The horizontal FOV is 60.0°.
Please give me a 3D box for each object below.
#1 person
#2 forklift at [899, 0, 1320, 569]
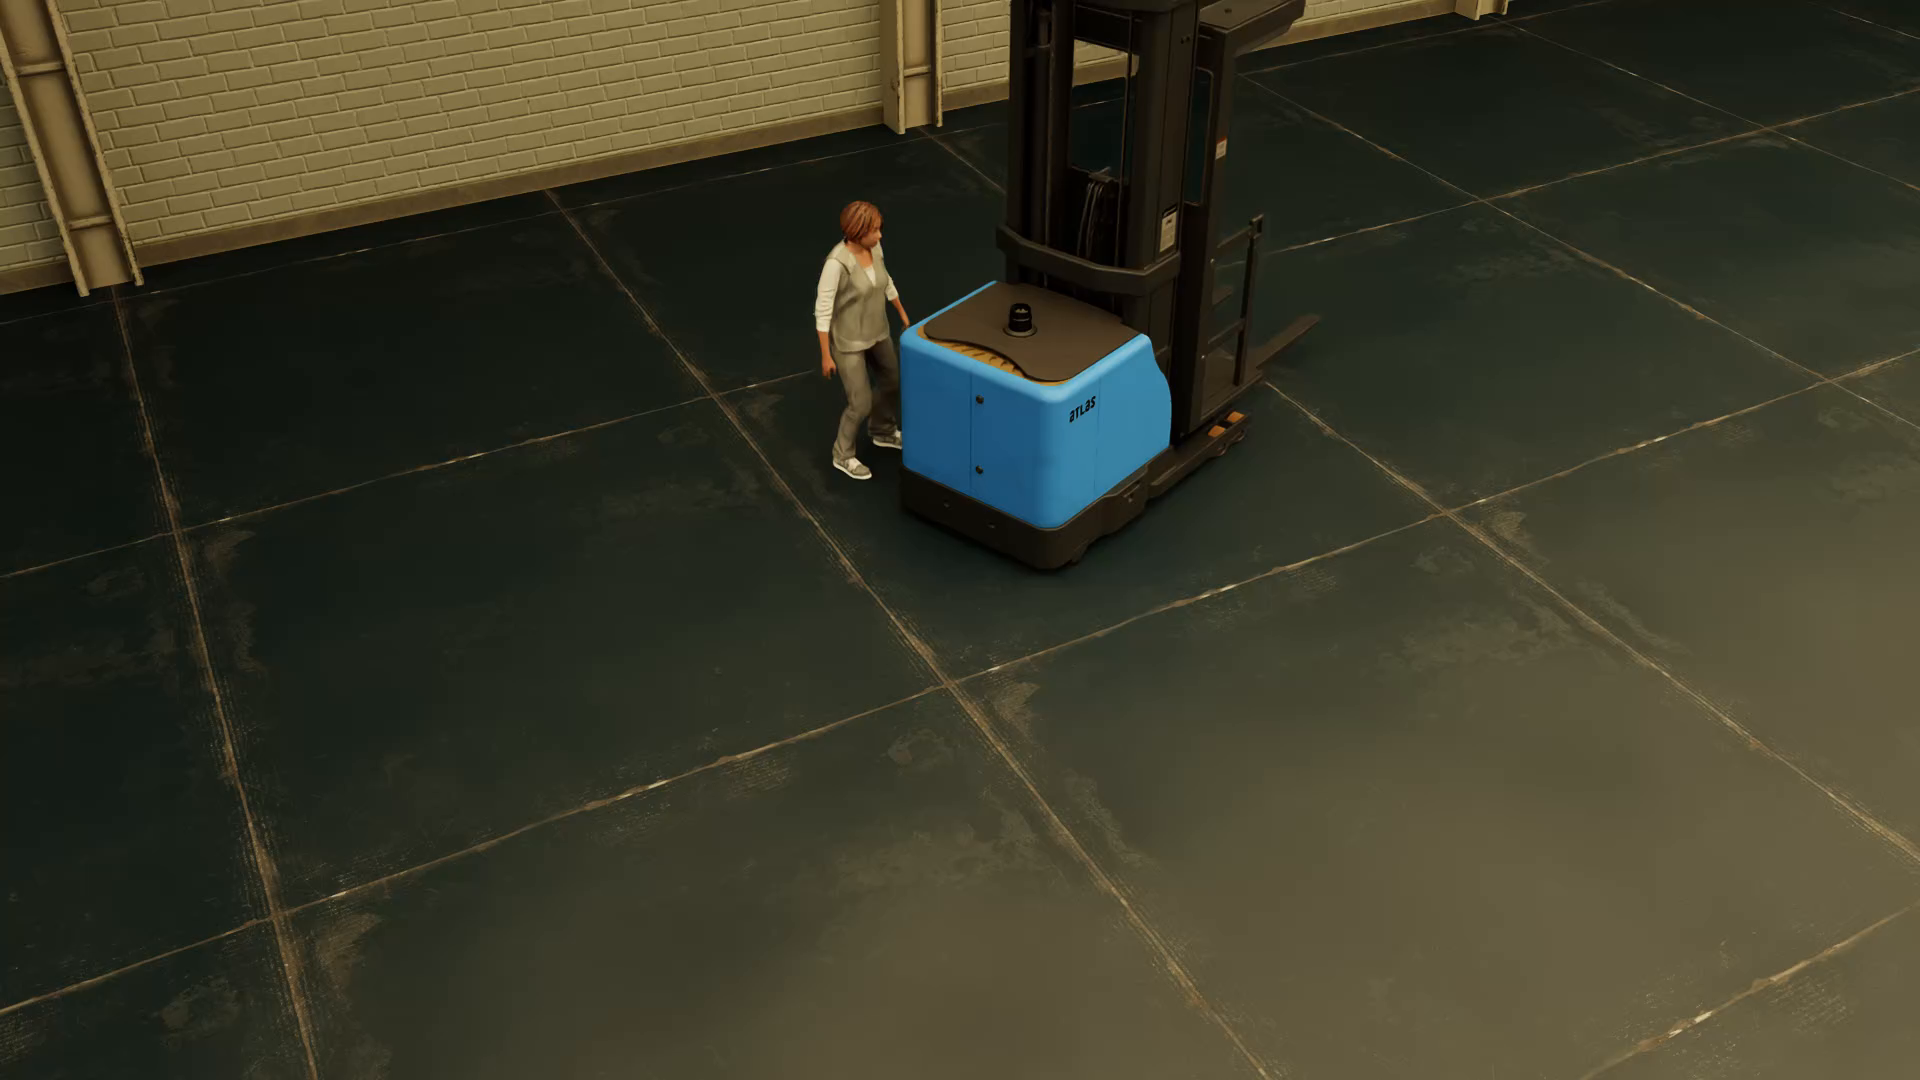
[{"bbox_3d":[-0.525,-1.068,8.814,0.305,1.573,0.636,23,41,29],"label":"person"},{"bbox_3d":[1.002,-1.834,8.718,1.130,2.935,3.031,25,42,31],"label":"forklift"}]
